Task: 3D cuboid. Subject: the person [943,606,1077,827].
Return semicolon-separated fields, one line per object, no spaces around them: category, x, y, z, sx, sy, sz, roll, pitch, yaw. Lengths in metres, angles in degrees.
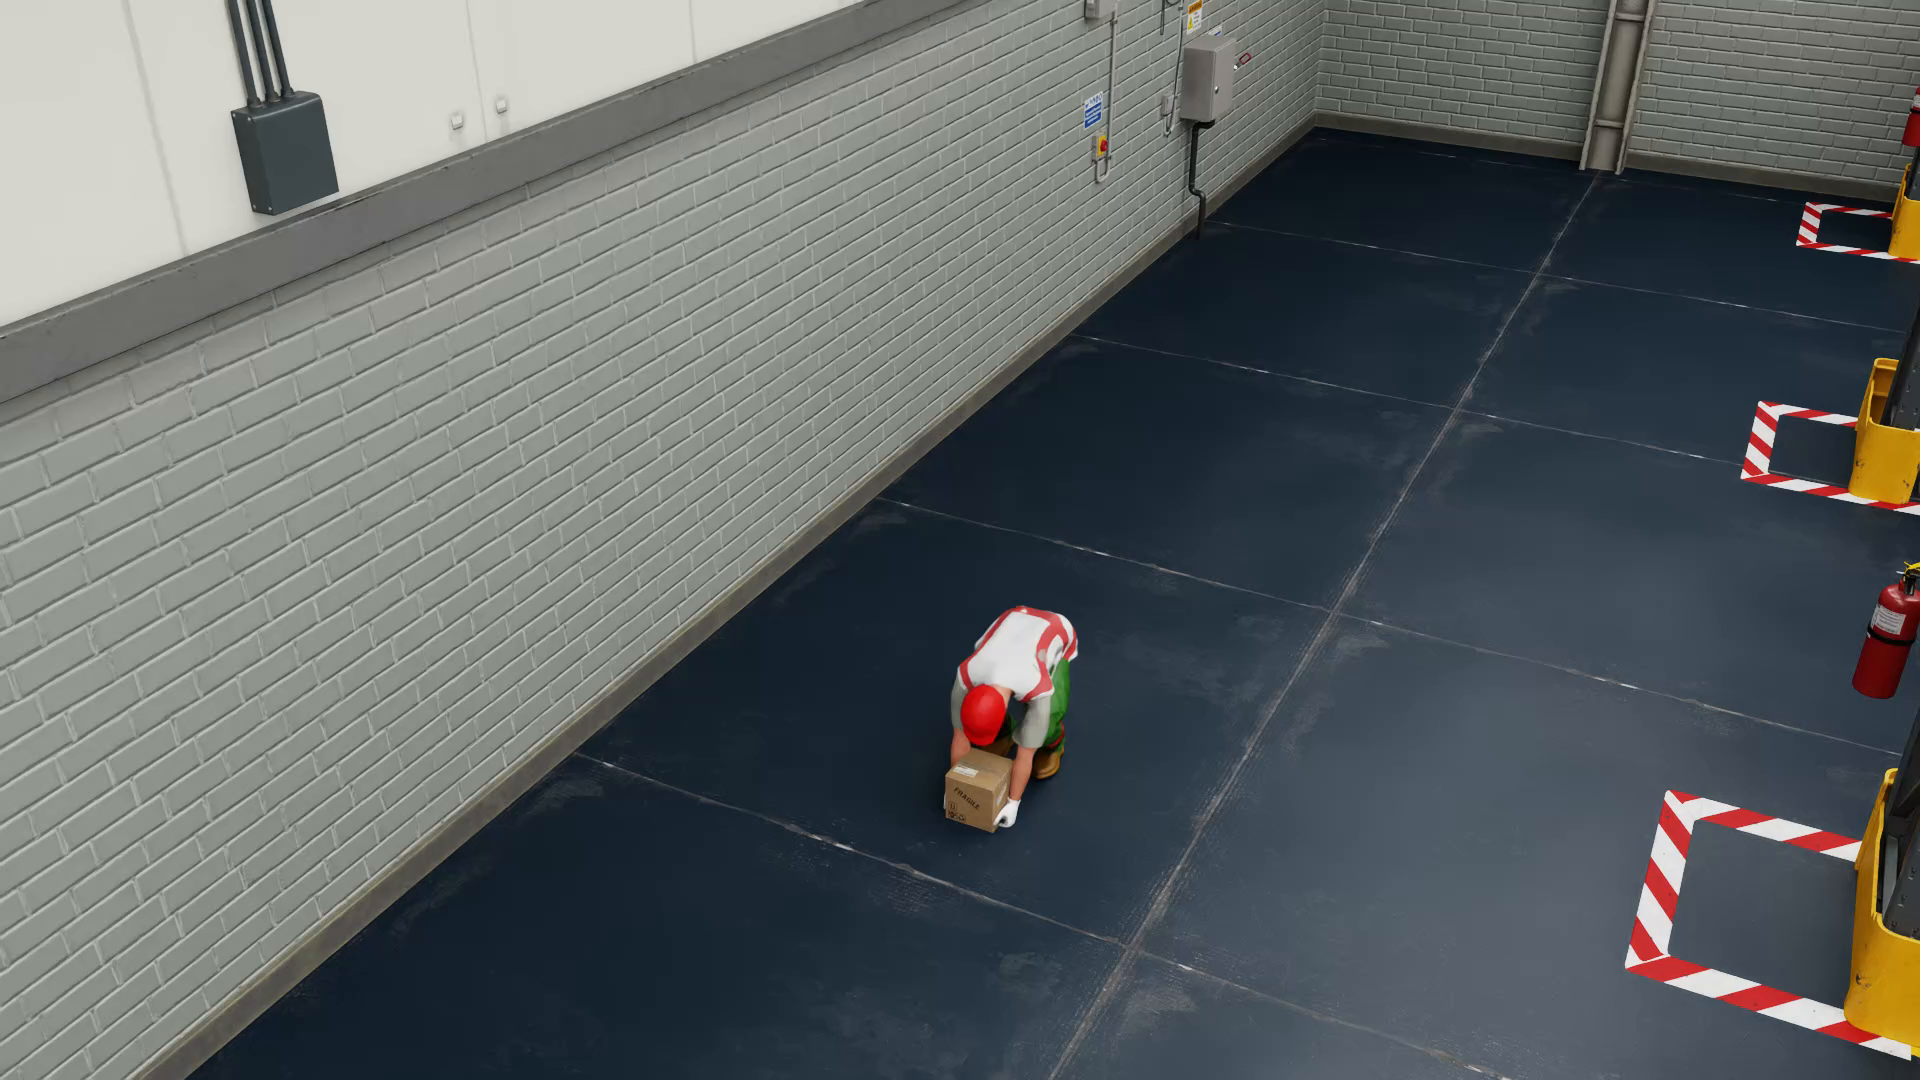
person;0.240;0.812;7.878;0.526;0.820;0.965;13;32;22
